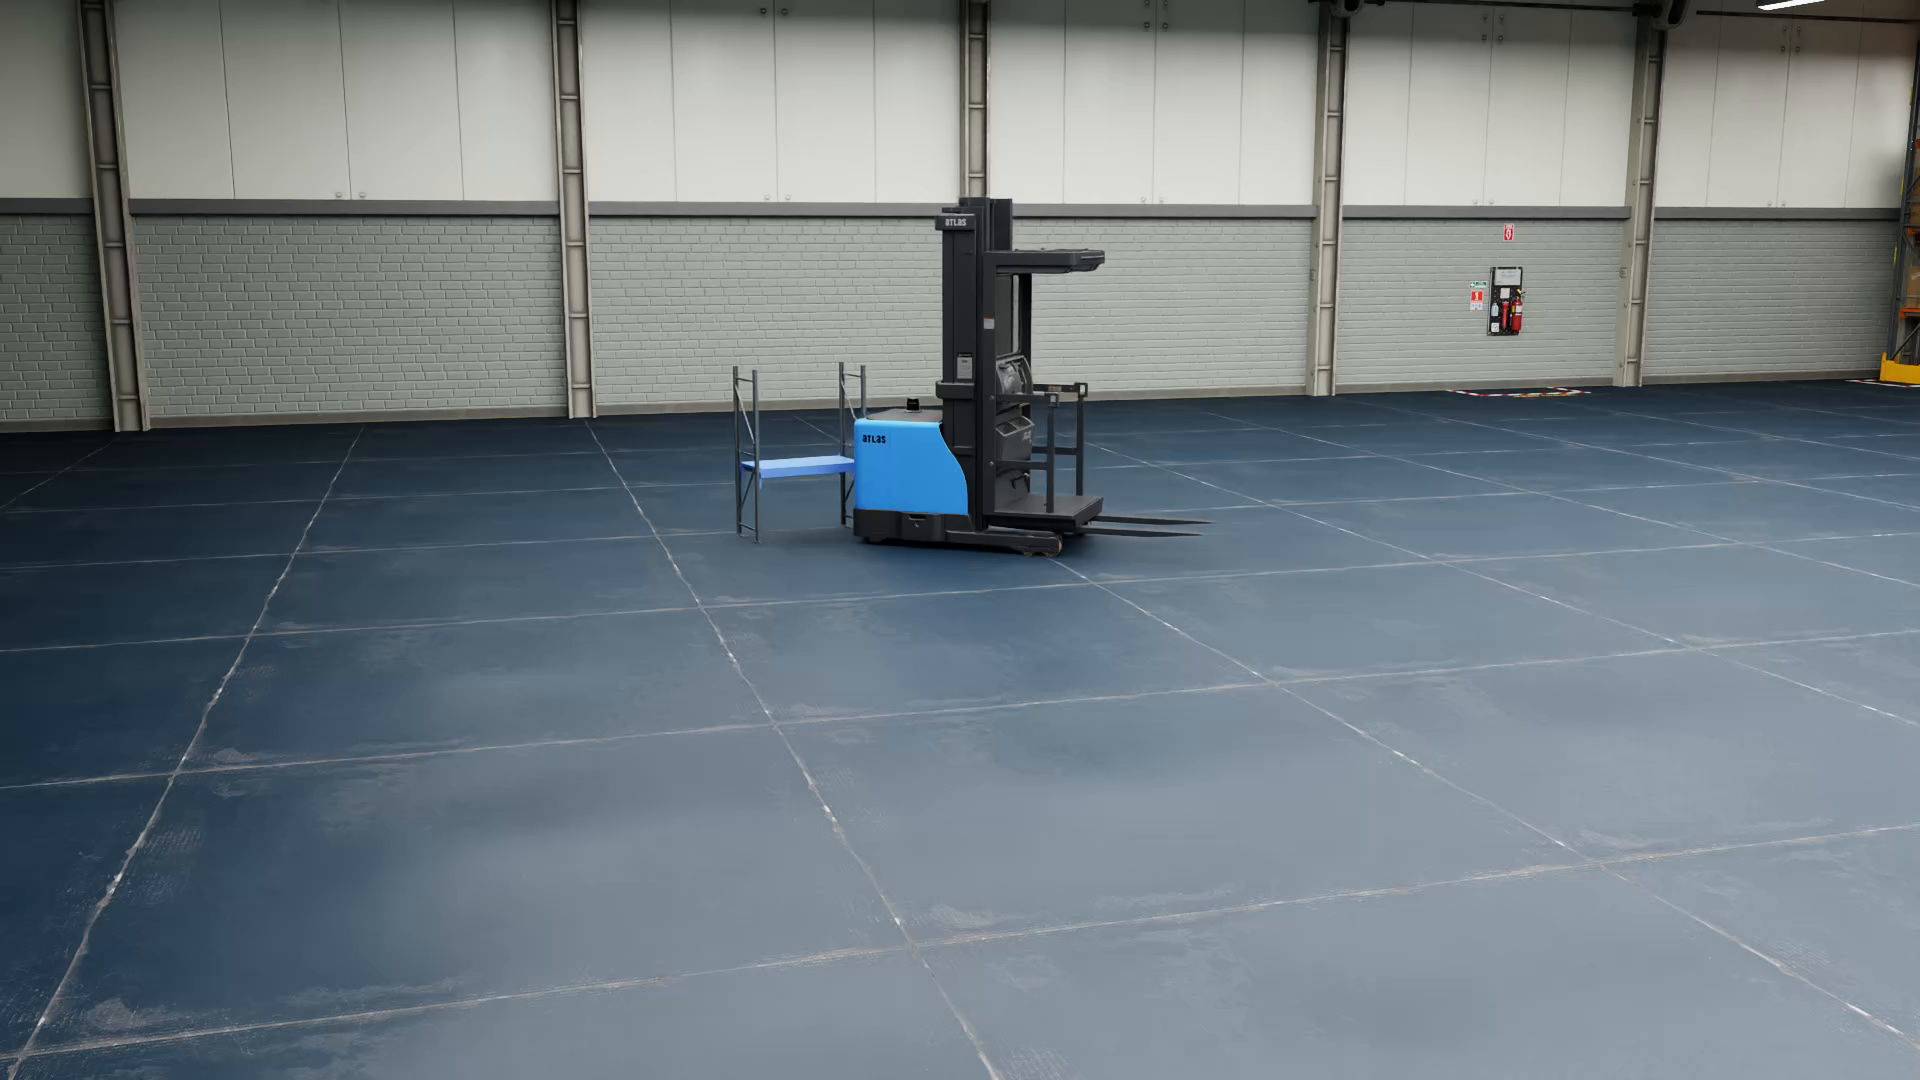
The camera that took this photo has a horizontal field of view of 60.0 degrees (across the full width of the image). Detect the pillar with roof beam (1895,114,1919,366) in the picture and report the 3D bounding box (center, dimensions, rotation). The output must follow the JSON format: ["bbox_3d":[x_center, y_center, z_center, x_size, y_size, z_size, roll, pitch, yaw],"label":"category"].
[{"bbox_3d":[18.712,-6.698,26.077,0.400,9.000,9.100,-3,11,-16],"label":"pillar with roof beam"}]

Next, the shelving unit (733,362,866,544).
[{"bbox_3d":[-1.404,-0.789,14.687,1.048,1.500,0.538,-6,12,-28],"label":"shelving unit"}]

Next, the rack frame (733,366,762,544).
[{"bbox_3d":[-1.850,-0.744,14.447,0.032,1.500,0.500,-6,12,-28],"label":"rack frame"}]

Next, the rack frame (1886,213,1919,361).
[{"bbox_3d":[17.078,-4.310,29.676,0.127,3.000,1.000,-3,11,-16],"label":"rack frame"}]

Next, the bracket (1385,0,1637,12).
[{"bbox_3d":[8.958,-8.699,27.004,4.783,0.066,0.076,-3,11,-16],"label":"bracket"}]

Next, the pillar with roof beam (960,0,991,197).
[{"bbox_3d":[1.429,-5.787,21.129,0.548,9.000,9.100,-3,11,-16],"label":"pillar with roof beam"}]

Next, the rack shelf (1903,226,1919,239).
[{"bbox_3d":[18.999,-5.533,30.019,4.000,0.370,1.077,-3,11,-16],"label":"rack shelf"}]

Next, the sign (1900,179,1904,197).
[{"bbox_3d":[16.942,-6.319,29.854,0.005,0.325,0.100,-3,11,-16],"label":"sign"}]

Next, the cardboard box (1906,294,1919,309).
[{"bbox_3d":[17.473,-4.304,29.999,0.500,0.250,0.500,-3,11,-15],"label":"cardboard box"}]

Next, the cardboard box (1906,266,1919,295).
[{"bbox_3d":[17.471,-4.676,29.950,0.500,0.500,0.500,-3,11,-17],"label":"cardboard box"}]

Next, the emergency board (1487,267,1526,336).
[{"bbox_3d":[9.364,-4.074,28.392,0.643,1.169,0.194,-3,11,-16],"label":"emergency board"}]

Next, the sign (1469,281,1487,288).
[{"bbox_3d":[8.812,-4.341,28.279,0.331,0.109,0.001,-3,11,-16],"label":"sign"}]

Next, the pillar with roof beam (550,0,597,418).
[{"bbox_3d":[-4.332,-5.484,19.479,0.400,9.000,9.100,-3,11,-16],"label":"pillar with roof beam"}]

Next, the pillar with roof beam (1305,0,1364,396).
[{"bbox_3d":[7.190,-6.091,22.778,0.548,9.000,9.100,-3,11,-16],"label":"pillar with roof beam"}]

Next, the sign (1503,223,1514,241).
[{"bbox_3d":[9.329,-5.231,28.274,0.199,0.298,0.001,-3,11,-16],"label":"sign"}]

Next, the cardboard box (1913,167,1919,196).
[{"bbox_3d":[17.419,-6.404,29.668,0.500,0.500,0.500,-3,11,-13],"label":"cardboard box"}]

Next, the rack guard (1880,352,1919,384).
[{"bbox_3d":[17.151,-3.085,29.923,0.348,0.500,1.175,-3,11,-16],"label":"rack guard"}]

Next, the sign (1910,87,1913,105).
[{"bbox_3d":[16.943,-7.896,29.563,0.005,0.325,0.100,-3,11,-16],"label":"sign"}]

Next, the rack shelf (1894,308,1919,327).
[{"bbox_3d":[18.999,-4.058,30.291,4.000,0.370,1.077,-3,11,-16],"label":"rack shelf"}]

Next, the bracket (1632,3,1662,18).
[{"bbox_3d":[11.449,-8.831,27.717,0.430,0.232,0.235,-3,11,-16],"label":"bracket"}]

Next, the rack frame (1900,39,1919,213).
[{"bbox_3d":[17.078,-7.261,29.133,0.127,3.000,1.000,-3,11,-16],"label":"rack frame"}]

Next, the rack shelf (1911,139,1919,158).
[{"bbox_3d":[18.999,-7.007,29.748,4.000,0.370,1.077,-3,11,-16],"label":"rack shelf"}]

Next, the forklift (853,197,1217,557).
[{"bbox_3d":[0.650,-1.411,14.114,3.031,2.935,1.130,3,11,18],"label":"forklift"}]

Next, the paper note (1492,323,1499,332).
[{"bbox_3d":[9.175,-3.644,28.489,0.142,0.148,0.016,-3,11,-16],"label":"paper note"}]

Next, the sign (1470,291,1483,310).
[{"bbox_3d":[8.805,-4.082,28.335,0.234,0.329,0.001,-3,11,-16],"label":"sign"}]

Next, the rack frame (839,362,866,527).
[{"bbox_3d":[-0.958,-0.833,14.928,0.032,1.500,0.500,-6,12,-28],"label":"rack frame"}]

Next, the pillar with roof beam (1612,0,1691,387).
[{"bbox_3d":[12.951,-6.395,24.427,0.548,9.000,9.100,-3,11,-16],"label":"pillar with roof beam"}]

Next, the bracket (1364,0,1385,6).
[{"bbox_3d":[6.485,-8.569,26.296,0.430,0.232,0.235,-3,11,-16],"label":"bracket"}]

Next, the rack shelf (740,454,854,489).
[{"bbox_3d":[-1.404,-0.612,14.720,1.000,0.185,0.538,-6,12,-28],"label":"rack shelf"}]

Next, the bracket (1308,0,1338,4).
[{"bbox_3d":[5.688,-8.527,26.068,0.430,0.232,0.235,-3,11,-16],"label":"bracket"}]

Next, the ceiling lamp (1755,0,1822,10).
[{"bbox_3d":[11.717,-9.077,22.874,0.800,3.185,2.000,-3,11,-16],"label":"ceiling lamp"}]

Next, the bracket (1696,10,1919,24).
[{"bbox_3d":[14.719,-9.003,28.654,4.783,0.066,0.076,-3,11,-16],"label":"bracket"}]

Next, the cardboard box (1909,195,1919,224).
[{"bbox_3d":[17.408,-5.910,29.747,0.500,0.500,0.500,-2,11,-12],"label":"cardboard box"}]

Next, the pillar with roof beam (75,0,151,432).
[{"bbox_3d":[-10.092,-5.180,17.830,0.400,9.000,9.100,-3,11,-16],"label":"pillar with roof beam"}]

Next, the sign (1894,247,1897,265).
[{"bbox_3d":[16.942,-5.133,30.072,0.005,0.325,0.100,-3,11,-16],"label":"sign"}]
